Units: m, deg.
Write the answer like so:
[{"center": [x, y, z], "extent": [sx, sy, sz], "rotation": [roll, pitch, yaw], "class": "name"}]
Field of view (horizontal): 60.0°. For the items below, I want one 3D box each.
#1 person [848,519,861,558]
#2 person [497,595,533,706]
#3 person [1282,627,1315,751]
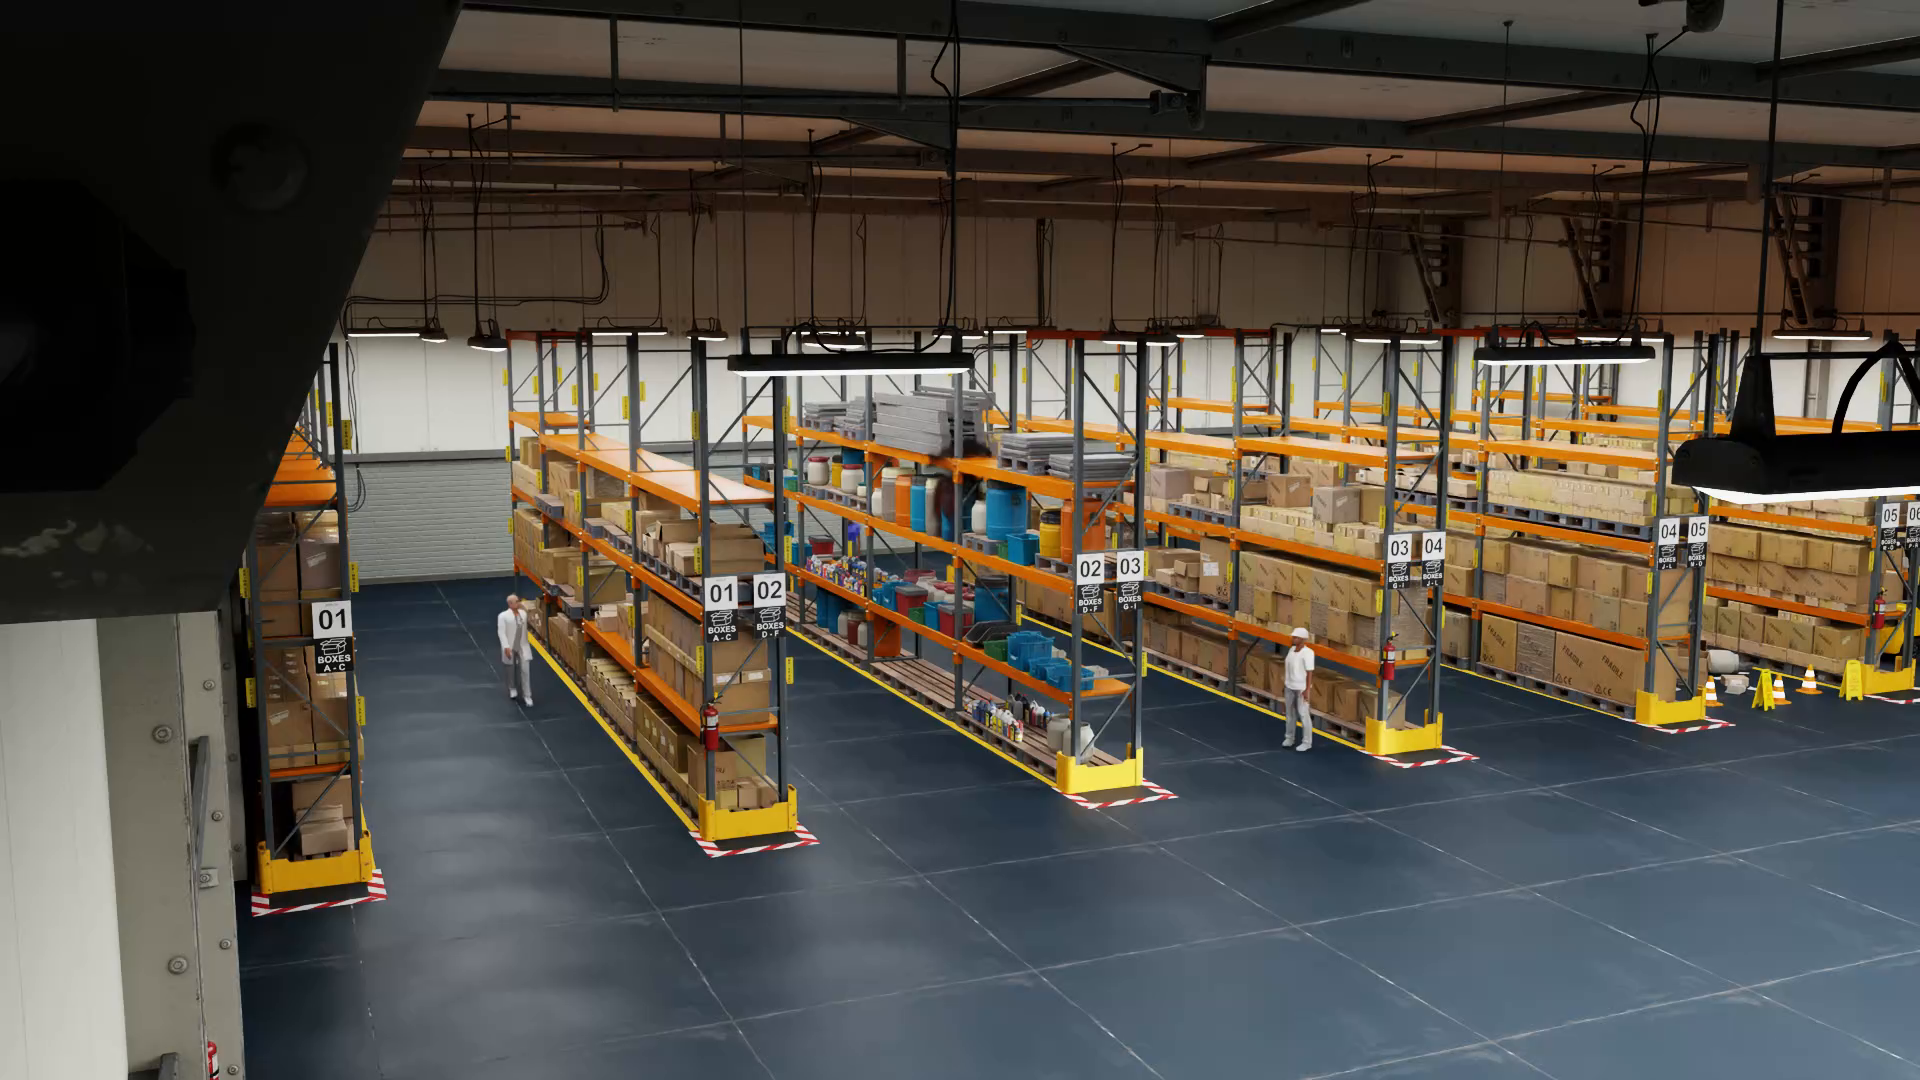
[{"center": [-2.564, 0.168, 39.330], "extent": [0.457, 1.634, 0.777], "rotation": [4, 9, 28], "class": "person"}, {"center": [-7.252, 1.770, 27.116], "extent": [0.540, 1.745, 1.019], "rotation": [-3, 8, -20], "class": "person"}, {"center": [4.920, 2.151, 24.279], "extent": [0.401, 1.771, 0.619], "rotation": [-5, 9, -32], "class": "person"}]
